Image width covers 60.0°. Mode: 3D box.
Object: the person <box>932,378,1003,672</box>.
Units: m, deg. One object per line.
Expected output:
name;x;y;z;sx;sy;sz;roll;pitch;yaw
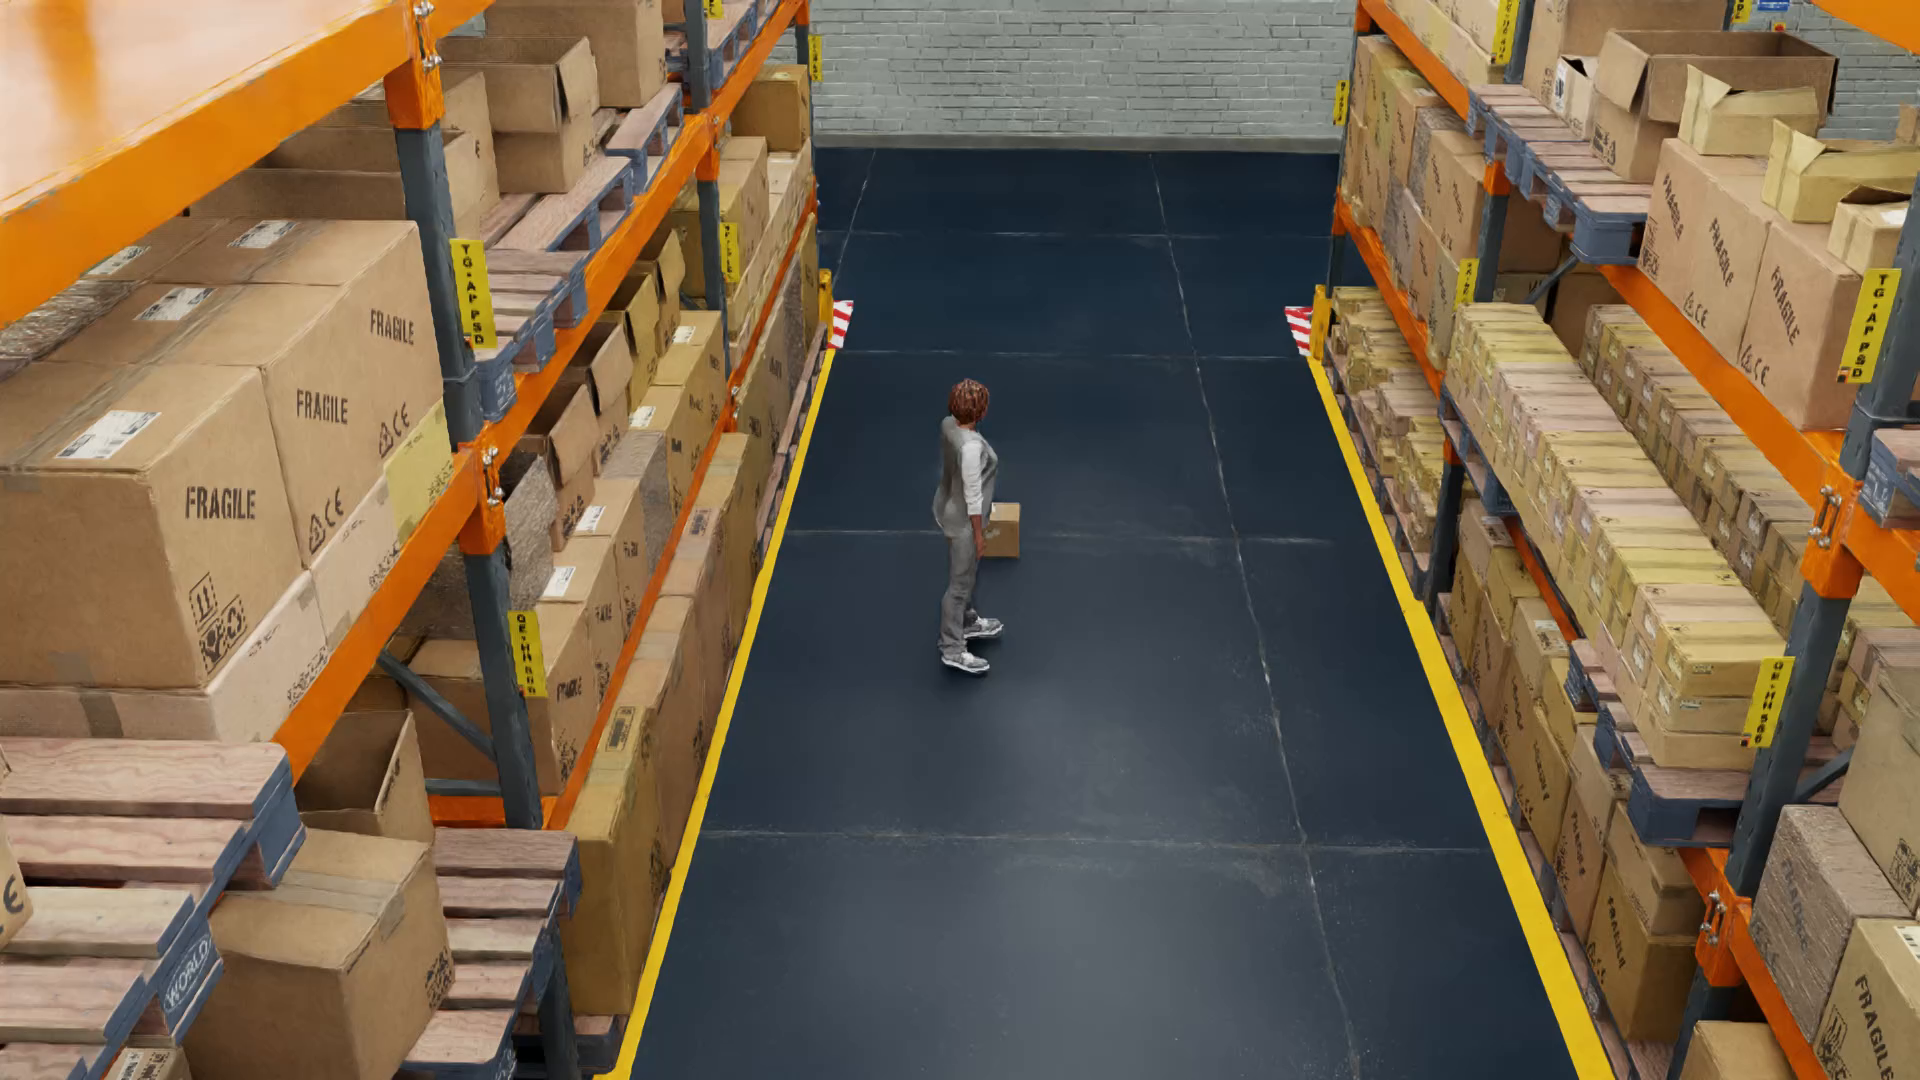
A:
person;0.066;-0.101;8.765;0.422;1.603;0.486;-7;29;-13
